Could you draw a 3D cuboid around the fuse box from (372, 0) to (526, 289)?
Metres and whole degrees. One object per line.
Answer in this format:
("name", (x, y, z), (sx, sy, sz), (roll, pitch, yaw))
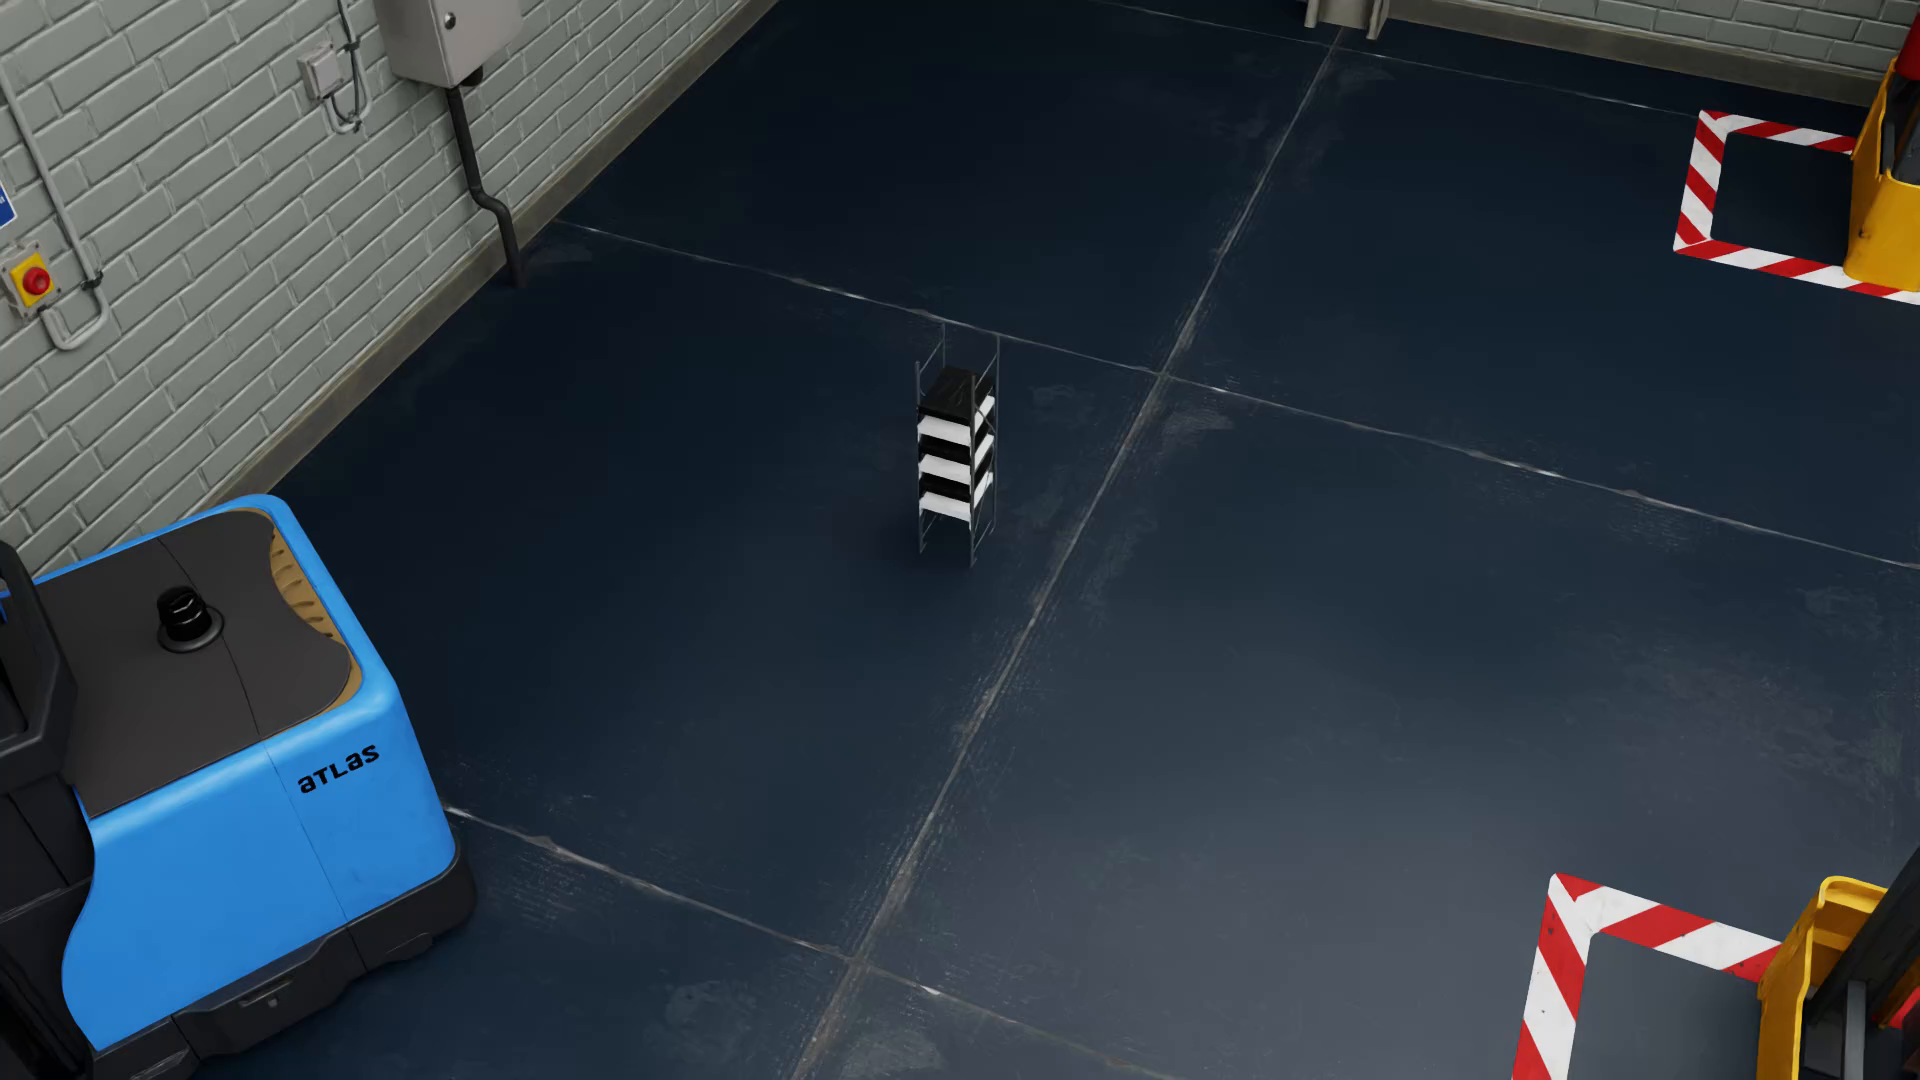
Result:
("fuse box", (-1.920, -1.746, 6.792), (0.414, 1.711, 0.539), (16, 47, 16))

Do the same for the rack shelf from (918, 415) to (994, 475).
("rack shelf", (-0.007, -0.361, 5.895), (0.200, 0.077, 0.258), (16, 47, 16))

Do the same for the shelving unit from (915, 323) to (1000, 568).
("shelving unit", (-0.007, -0.321, 5.935), (0.210, 0.900, 0.258), (16, 47, 16))

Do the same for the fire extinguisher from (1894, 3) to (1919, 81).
("fire extinguisher", (3.943, -2.171, 6.624), (0.183, 0.674, 0.296), (16, 47, 16))

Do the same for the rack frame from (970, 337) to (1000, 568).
("rack frame", (0.086, -0.294, 5.907), (0.006, 0.900, 0.240), (16, 47, 16))

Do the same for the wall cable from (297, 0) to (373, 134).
("wall cable", (-2.328, -2.162, 5.576), (0.122, 1.984, 0.588), (16, 47, 16))

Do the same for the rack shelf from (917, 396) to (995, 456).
("rack shelf", (-0.007, -0.425, 5.831), (0.200, 0.077, 0.258), (16, 47, 16))

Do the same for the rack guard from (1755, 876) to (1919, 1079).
("rack guard", (2.327, 1.520, 4.368), (0.348, 0.500, 1.175), (16, 47, 16))

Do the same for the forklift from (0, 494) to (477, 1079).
("forklift", (-2.966, 0.438, 3.732), (3.031, 2.935, 1.130), (-26, 51, -24))

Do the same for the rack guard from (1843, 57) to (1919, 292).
("rack guard", (4.327, -1.685, 7.589), (0.348, 0.500, 1.175), (16, 47, 16))

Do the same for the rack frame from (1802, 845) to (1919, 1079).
("rack frame", (2.349, 0.641, 3.479), (0.127, 3.000, 1.000), (16, 47, 16))

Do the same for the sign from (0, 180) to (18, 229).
("sign", (-2.939, -0.956, 4.893), (0.001, 0.218, 0.327), (16, 47, 16))

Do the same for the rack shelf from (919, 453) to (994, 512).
("rack shelf", (-0.007, -0.234, 6.022), (0.200, 0.077, 0.258), (16, 47, 16))

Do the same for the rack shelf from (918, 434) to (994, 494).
("rack shelf", (-0.007, -0.298, 5.958), (0.200, 0.077, 0.258), (16, 47, 16))

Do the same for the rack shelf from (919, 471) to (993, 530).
("rack shelf", (-0.007, -0.170, 6.085), (0.200, 0.077, 0.258), (16, 47, 16))

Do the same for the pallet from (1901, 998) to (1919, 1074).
("pallet", (3.117, 1.795, 4.296), (1.213, 0.211, 1.003), (16, 47, 16))

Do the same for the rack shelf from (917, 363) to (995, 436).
("rack shelf", (-0.007, -0.489, 5.768), (0.200, 0.077, 0.258), (16, 47, 16))

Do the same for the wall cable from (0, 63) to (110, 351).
("wall cable", (-2.864, -1.247, 4.634), (0.123, 1.953, 0.585), (16, 47, 16))

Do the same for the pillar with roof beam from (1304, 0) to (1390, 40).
("pillar with roof beam", (0.458, -3.235, 3.121), (0.400, 9.000, 9.100), (16, 47, 16))

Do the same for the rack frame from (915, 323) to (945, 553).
("rack frame", (-0.101, -0.349, 5.963), (0.006, 0.900, 0.240), (16, 47, 16))

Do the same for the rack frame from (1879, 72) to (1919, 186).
("rack frame", (4.257, -2.591, 6.728), (0.127, 3.000, 1.000), (16, 47, 16))
